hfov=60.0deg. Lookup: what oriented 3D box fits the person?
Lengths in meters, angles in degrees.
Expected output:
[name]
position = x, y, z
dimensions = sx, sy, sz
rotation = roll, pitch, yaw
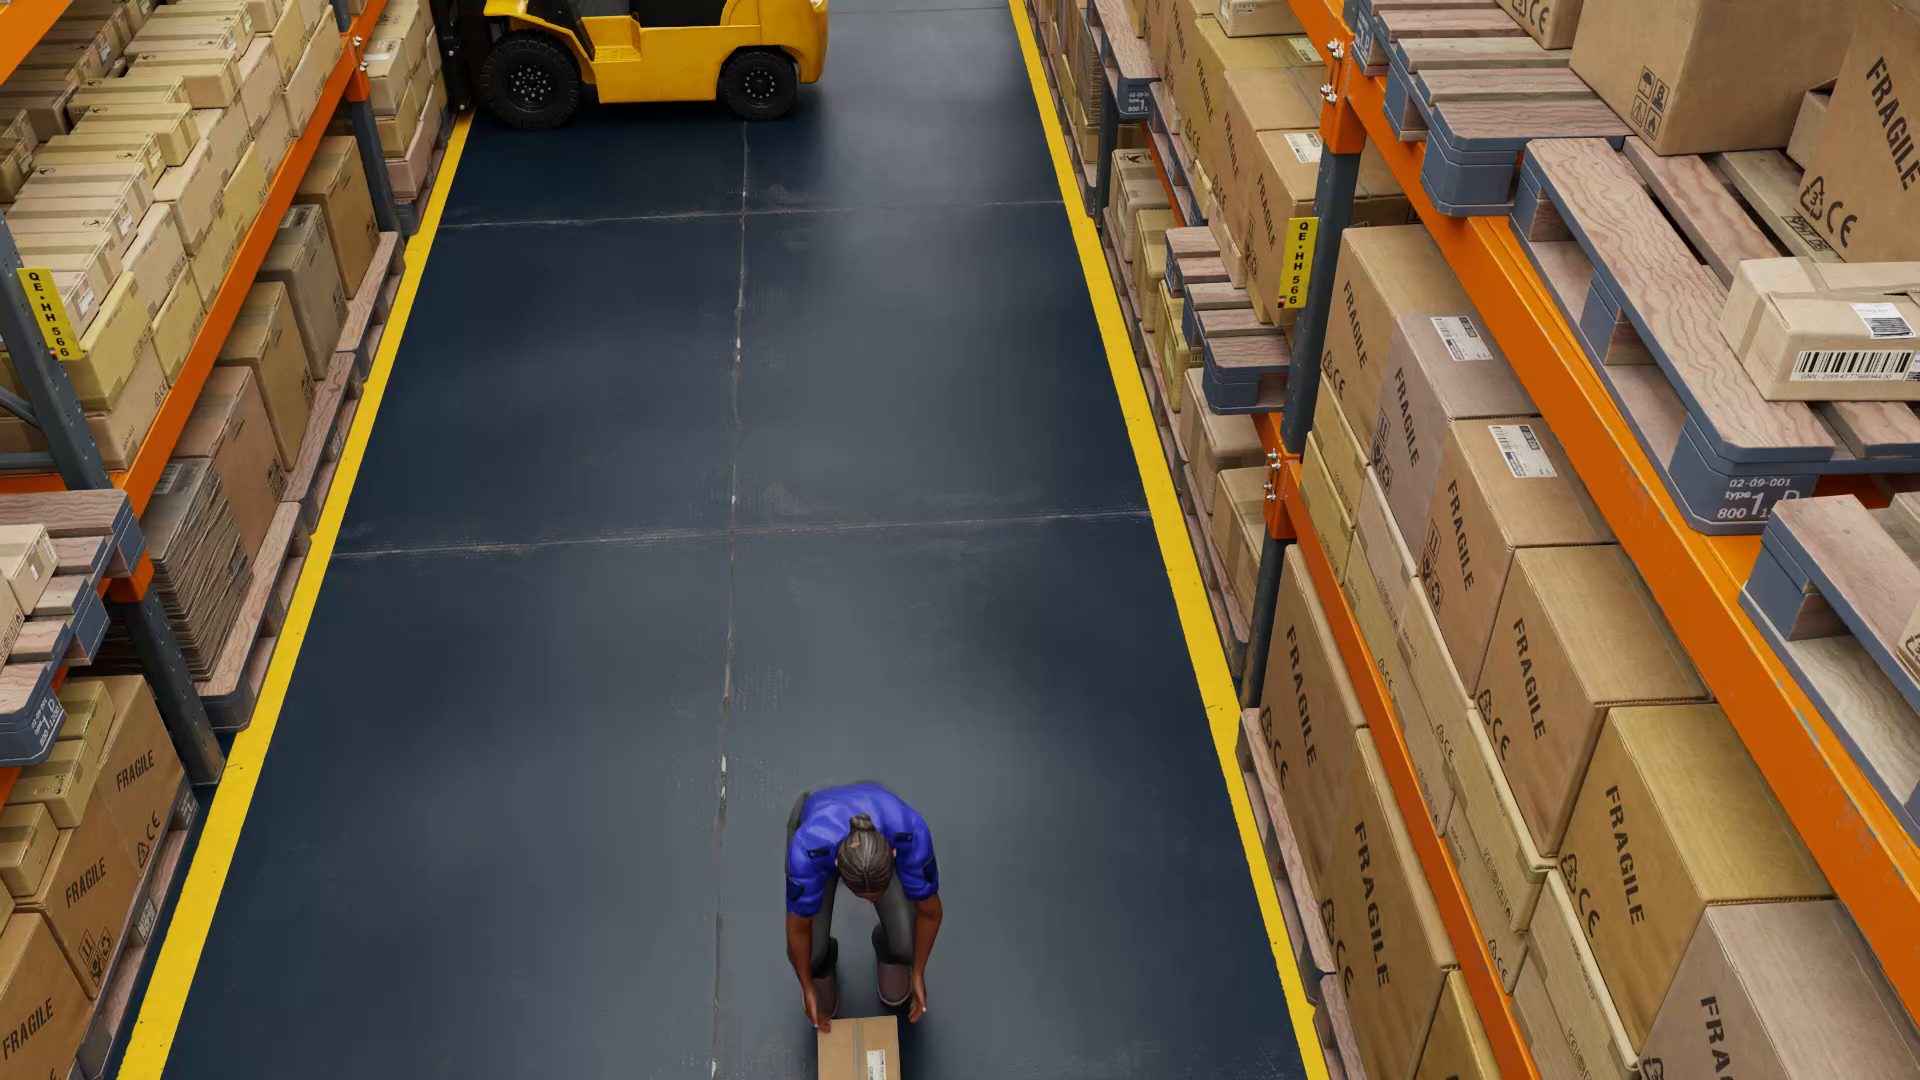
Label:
[person]
position = -0.313, 1.103, 5.254
dimensions = 0.494, 1.106, 0.748
rotation = -3, 39, -4
